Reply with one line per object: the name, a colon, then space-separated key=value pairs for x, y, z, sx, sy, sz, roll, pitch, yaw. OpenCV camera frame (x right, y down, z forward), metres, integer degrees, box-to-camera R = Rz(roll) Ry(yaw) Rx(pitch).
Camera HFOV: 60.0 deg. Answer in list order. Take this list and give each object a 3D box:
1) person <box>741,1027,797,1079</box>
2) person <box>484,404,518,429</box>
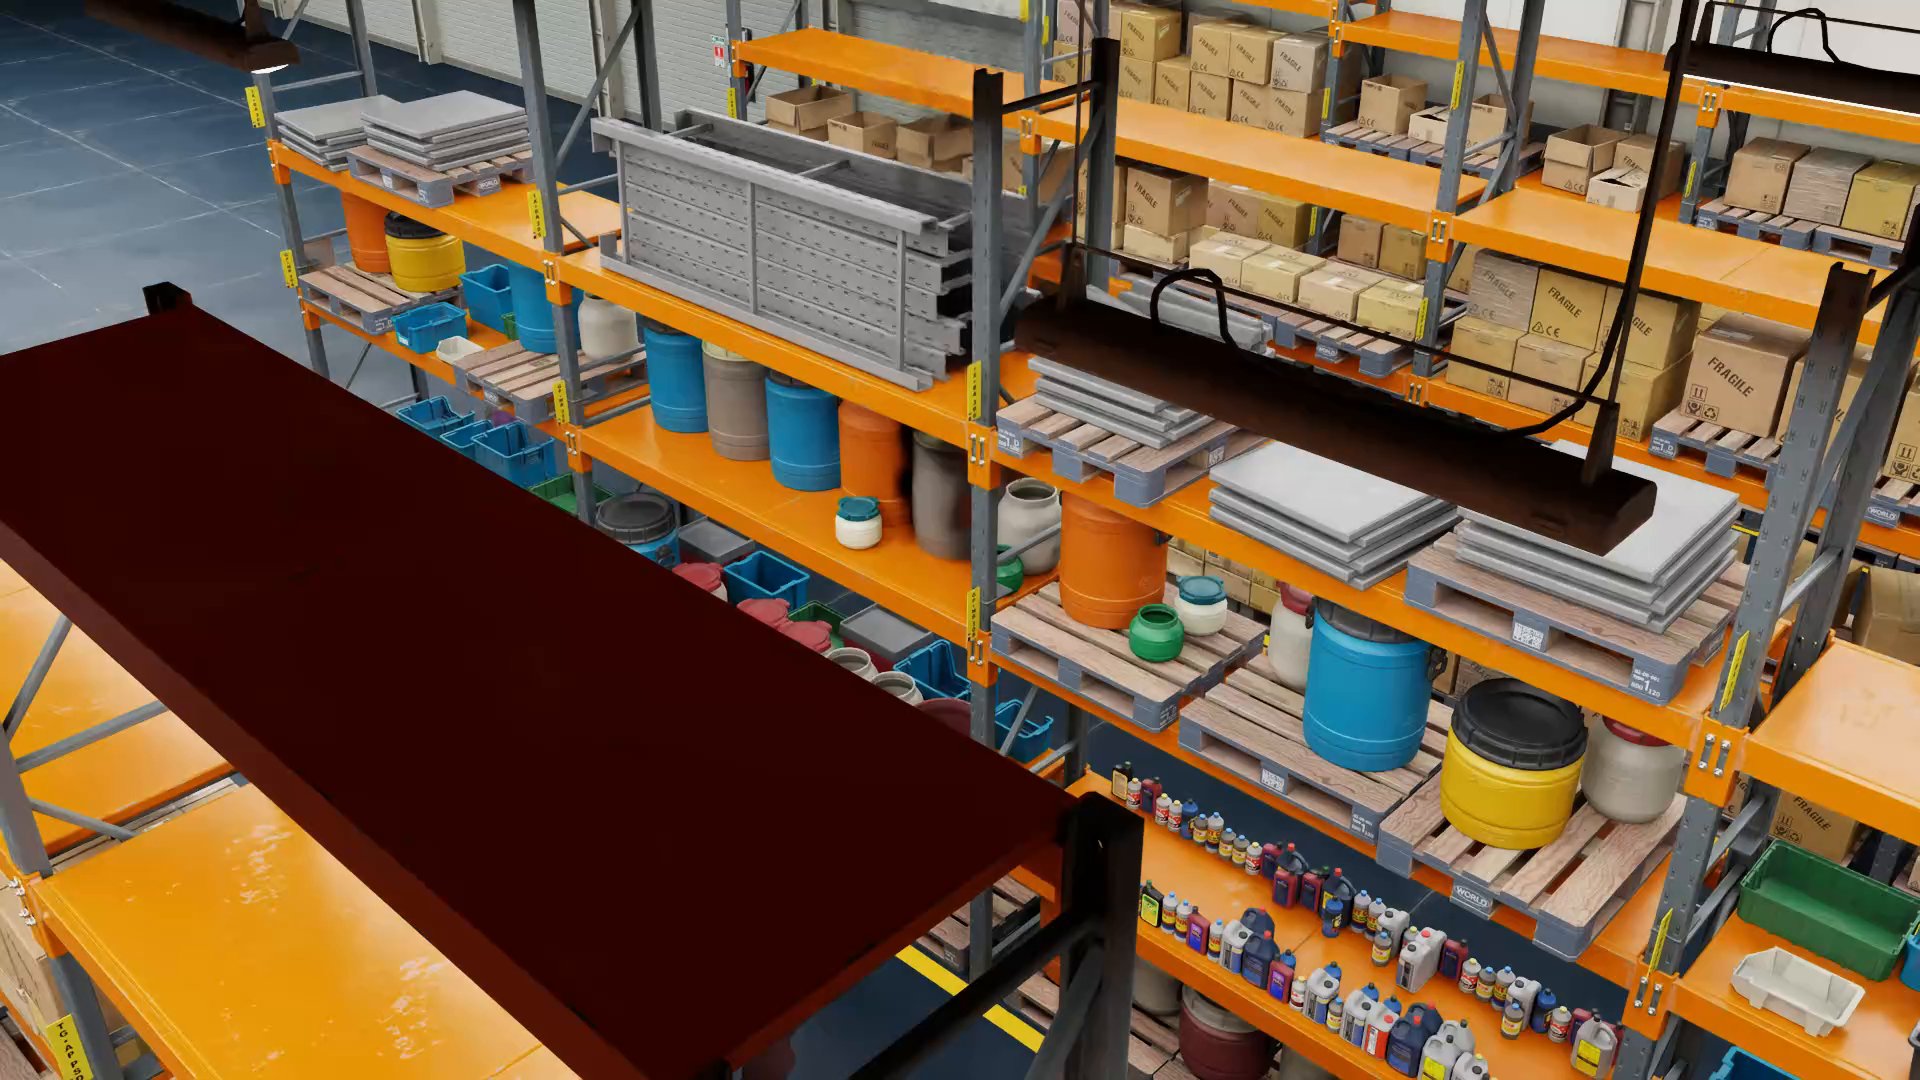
person: x=-1.073 y=2.802 z=9.428 sx=0.910 sy=1.836 sz=0.681 roll=17 pitch=33 yaw=27
person: x=-4.570 y=-1.177 z=16.766 sx=0.492 sy=1.566 sz=0.570 roll=19 pitch=34 yaw=30
